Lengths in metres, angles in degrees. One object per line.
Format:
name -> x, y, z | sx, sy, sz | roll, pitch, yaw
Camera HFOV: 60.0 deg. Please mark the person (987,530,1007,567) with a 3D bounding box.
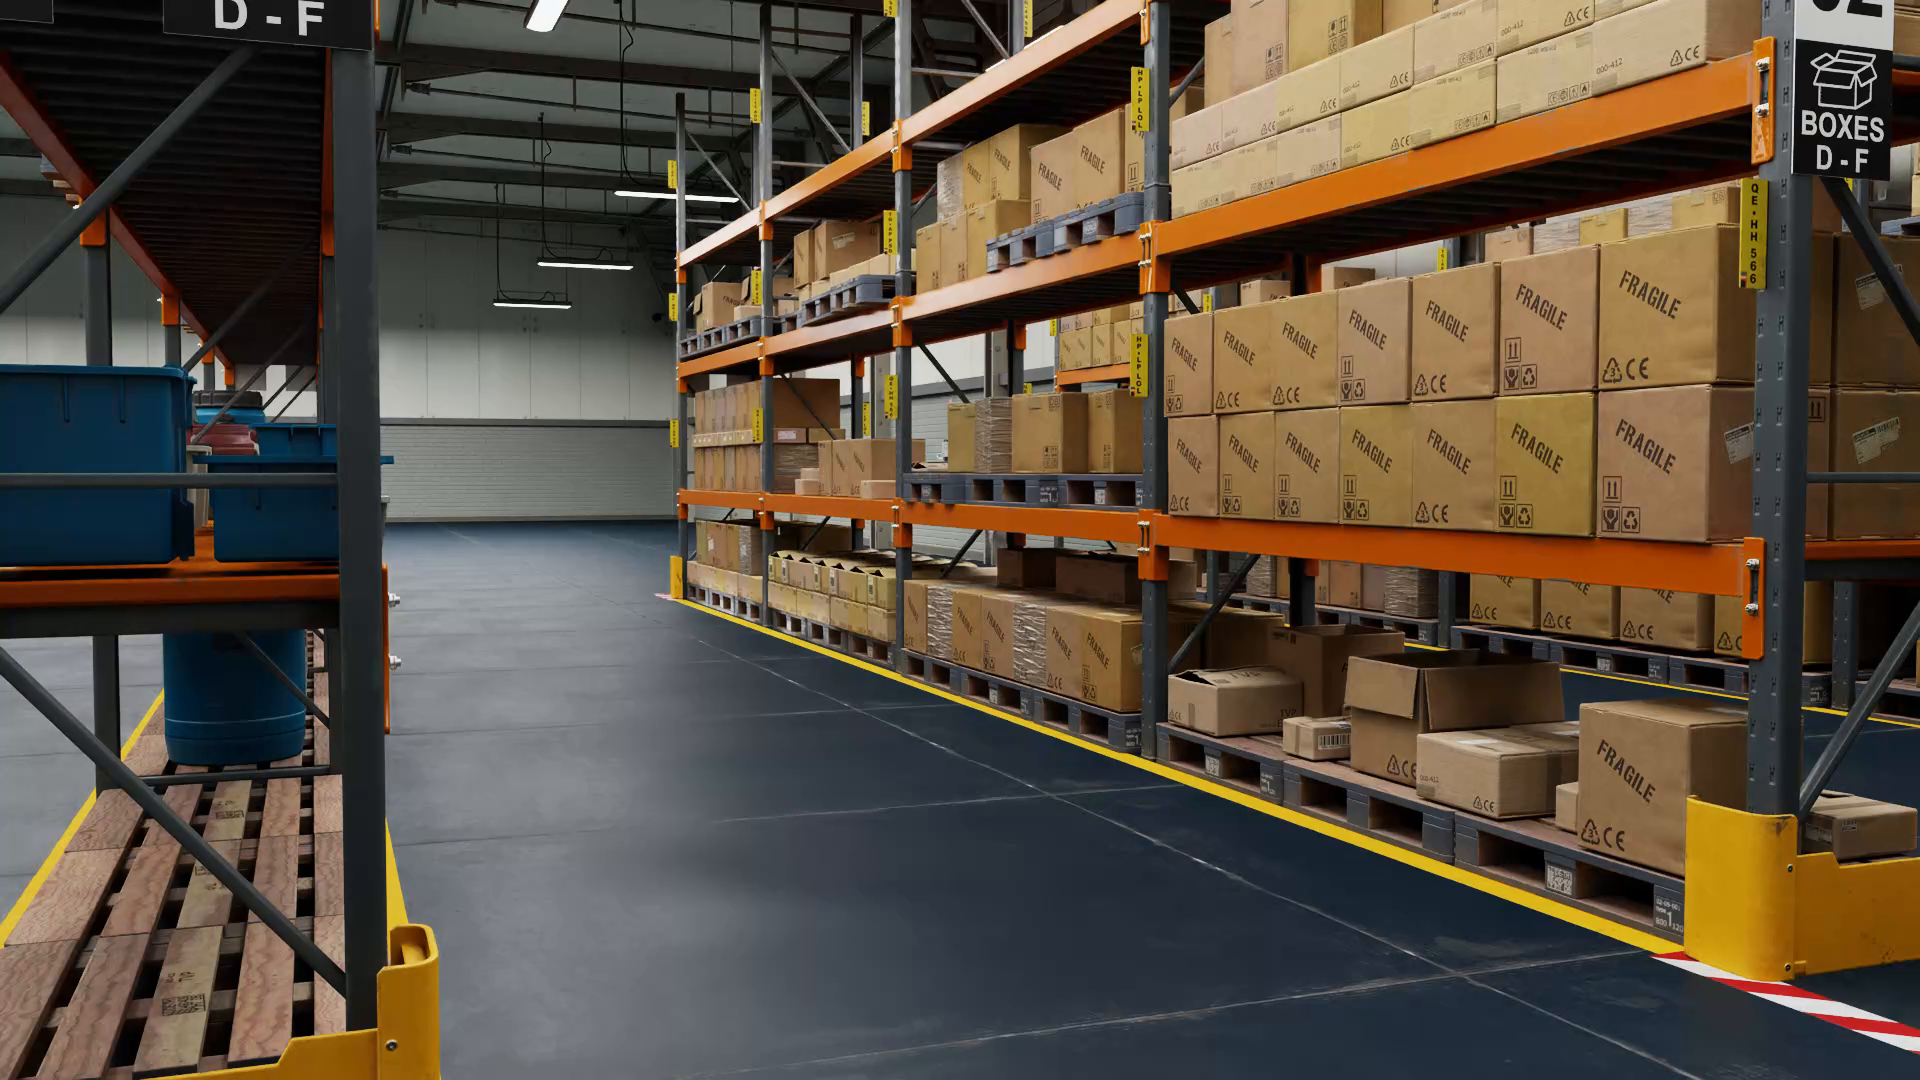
person -> 0.528, -0.071, 18.710 | 0.470, 1.654, 0.322 | -1, 3, -20
